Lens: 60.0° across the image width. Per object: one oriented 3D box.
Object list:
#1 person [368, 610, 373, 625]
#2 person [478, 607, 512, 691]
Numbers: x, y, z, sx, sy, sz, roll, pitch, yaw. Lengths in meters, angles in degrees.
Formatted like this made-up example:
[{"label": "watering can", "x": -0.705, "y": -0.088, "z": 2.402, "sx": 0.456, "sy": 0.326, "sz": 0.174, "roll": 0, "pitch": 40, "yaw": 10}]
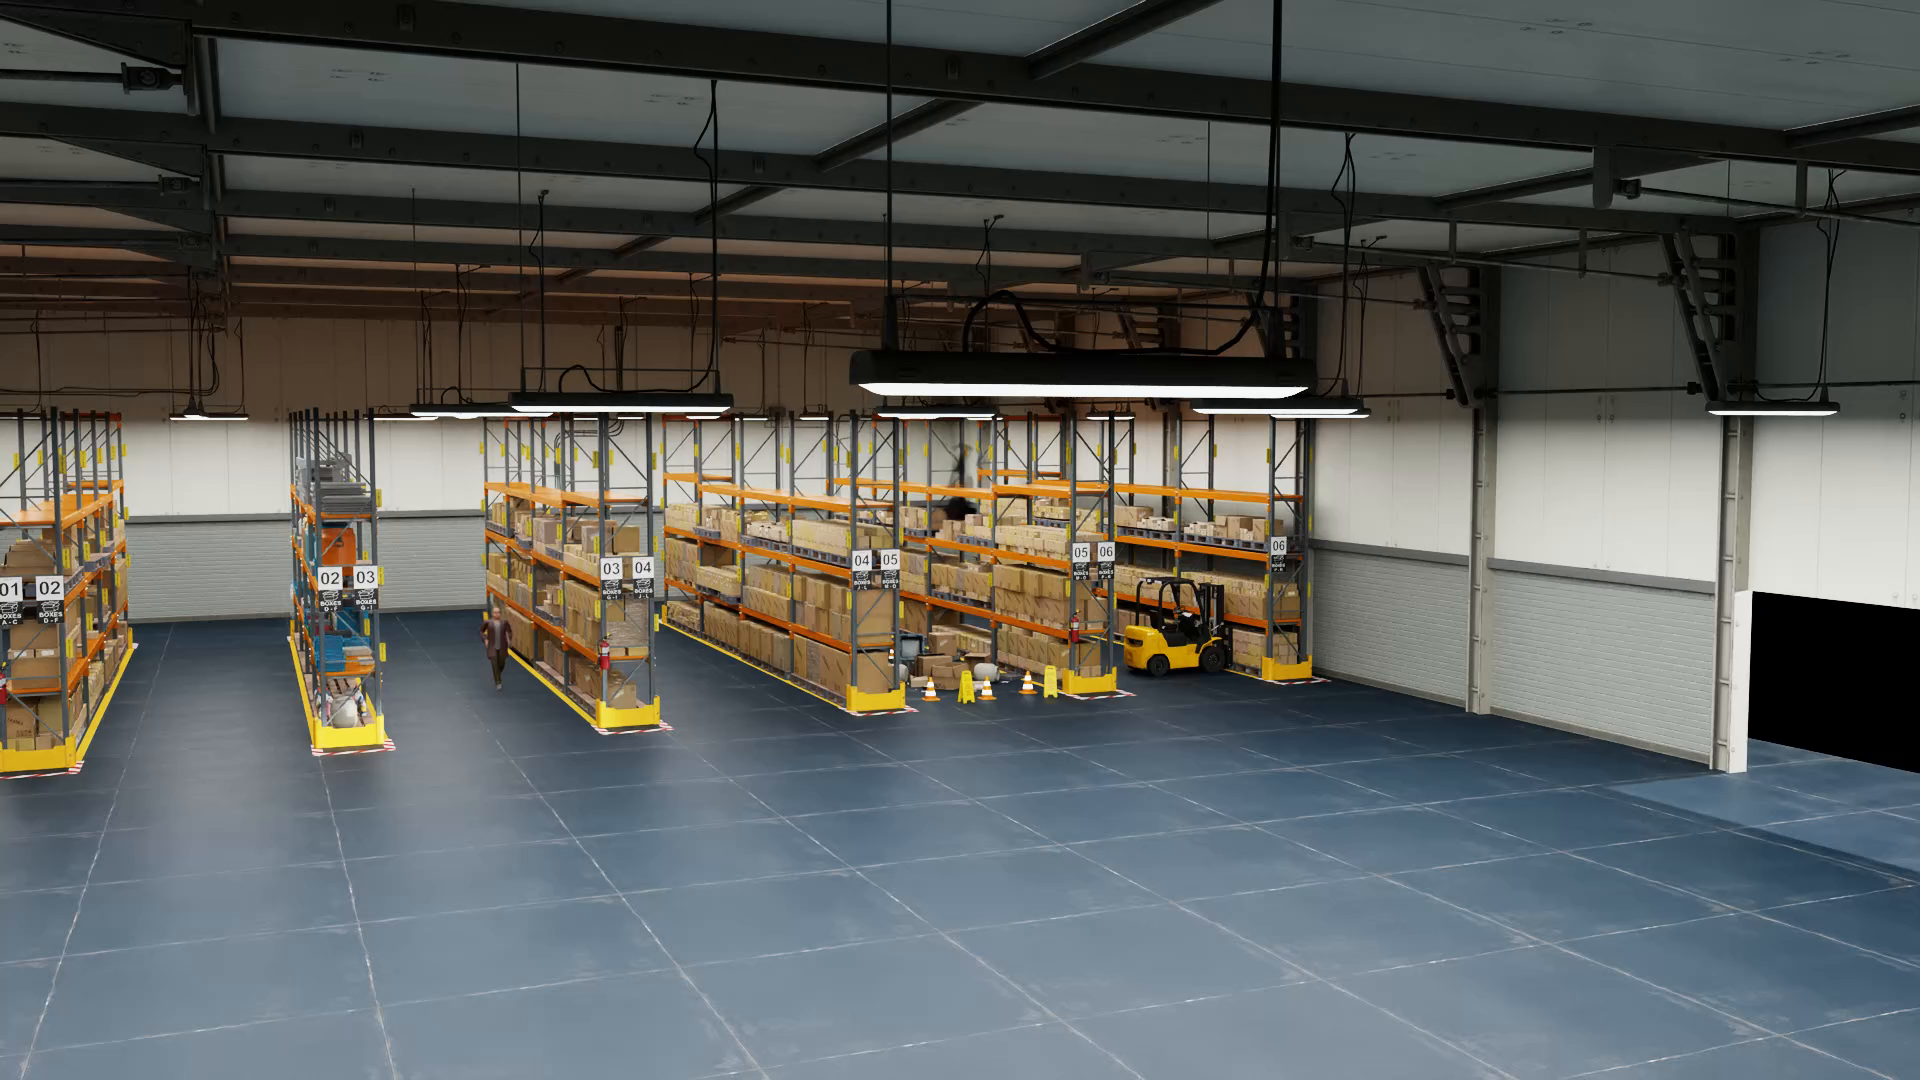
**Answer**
[{"label": "person", "x": -17.070, "y": 1.607, "z": 47.202, "sx": 0.762, "sy": 1.695, "sz": 0.627, "roll": -1, "pitch": 4, "yaw": -10}, {"label": "person", "x": -10.044, "y": 2.338, "z": 36.010, "sx": 0.711, "sy": 1.765, "sz": 0.853, "roll": -2, "pitch": 4, "yaw": -23}]
